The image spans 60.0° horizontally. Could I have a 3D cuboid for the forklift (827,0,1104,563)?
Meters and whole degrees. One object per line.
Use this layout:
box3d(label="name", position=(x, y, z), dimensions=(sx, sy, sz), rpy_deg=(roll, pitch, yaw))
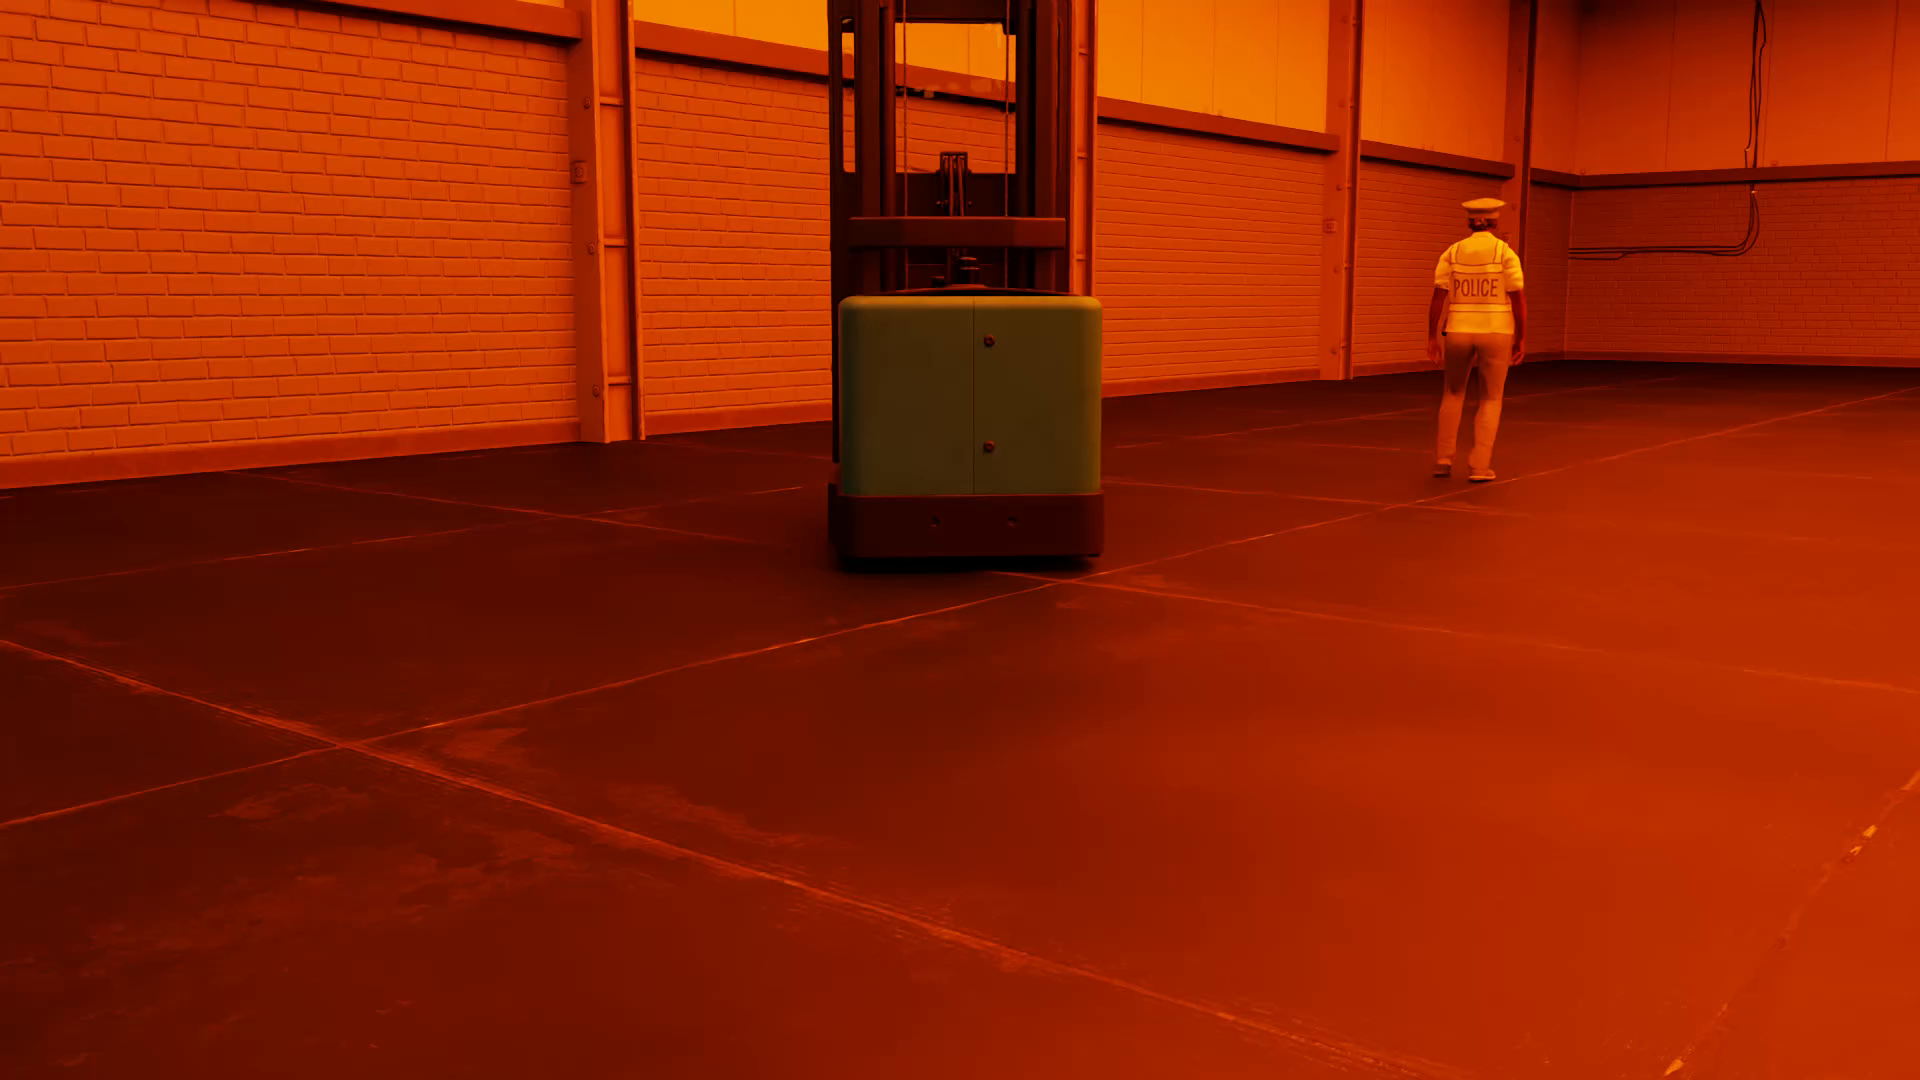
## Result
box3d(label="forklift", position=(-0.065, -1.534, 7.764), dimensions=(1.130, 2.935, 3.031), rpy_deg=(-1, 8, -5))

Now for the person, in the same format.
box3d(label="person", position=(3.059, -1.155, 9.834), dimensions=(0.560, 1.719, 0.507), rpy_deg=(5, 10, 30))
